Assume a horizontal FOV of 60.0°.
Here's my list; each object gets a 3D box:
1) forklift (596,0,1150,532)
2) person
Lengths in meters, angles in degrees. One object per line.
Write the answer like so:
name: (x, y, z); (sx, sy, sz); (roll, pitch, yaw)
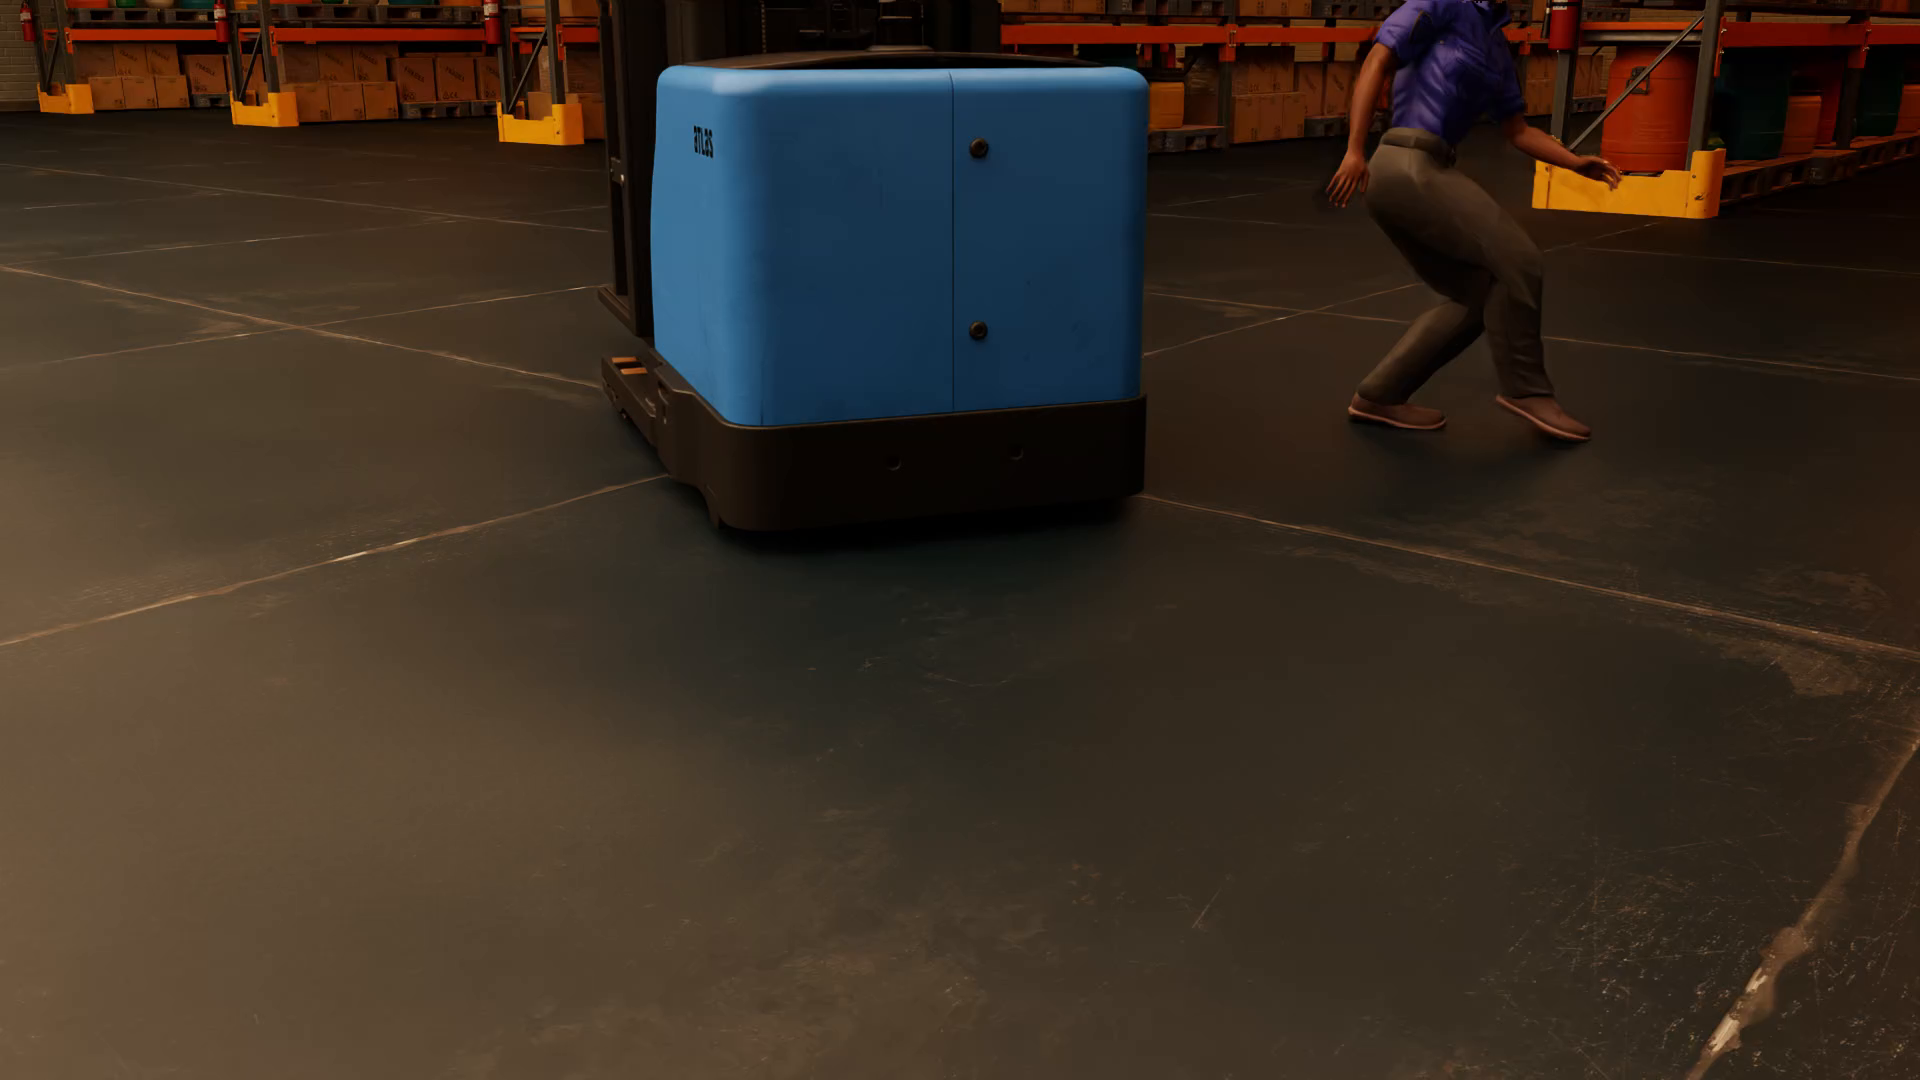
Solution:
forklift: (-0.516, -1.809, 4.854); (1.130, 2.935, 3.031); (-6, 18, -19)
person: (1.474, -1.000, 4.719); (0.746, 1.490, 0.684); (8, 18, 23)
